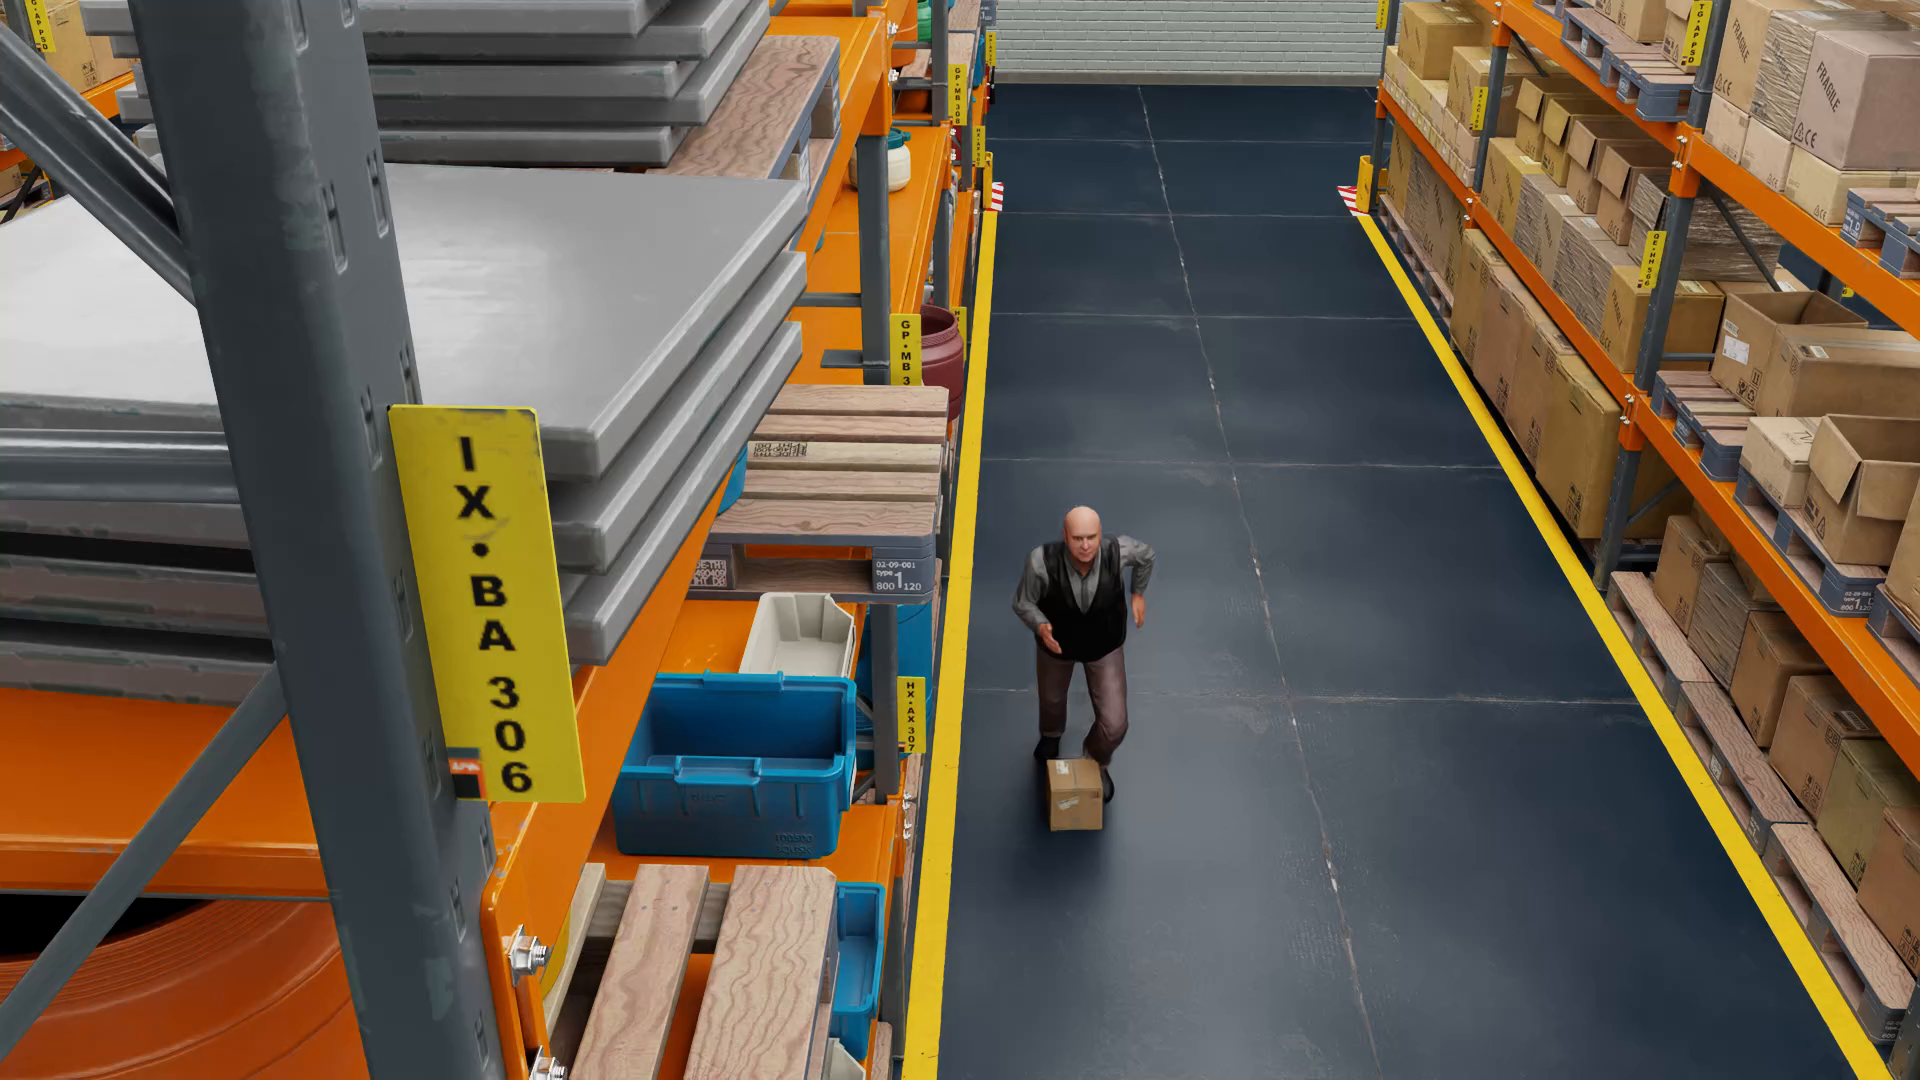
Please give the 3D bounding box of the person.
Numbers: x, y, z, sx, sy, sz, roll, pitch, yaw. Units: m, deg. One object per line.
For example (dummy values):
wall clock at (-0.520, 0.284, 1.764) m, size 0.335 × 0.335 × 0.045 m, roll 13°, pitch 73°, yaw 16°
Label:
person at (0.610, 0.580, 7.865) m, size 0.646 × 1.662 × 0.947 m, roll 1°, pitch 28°, yaw 3°
